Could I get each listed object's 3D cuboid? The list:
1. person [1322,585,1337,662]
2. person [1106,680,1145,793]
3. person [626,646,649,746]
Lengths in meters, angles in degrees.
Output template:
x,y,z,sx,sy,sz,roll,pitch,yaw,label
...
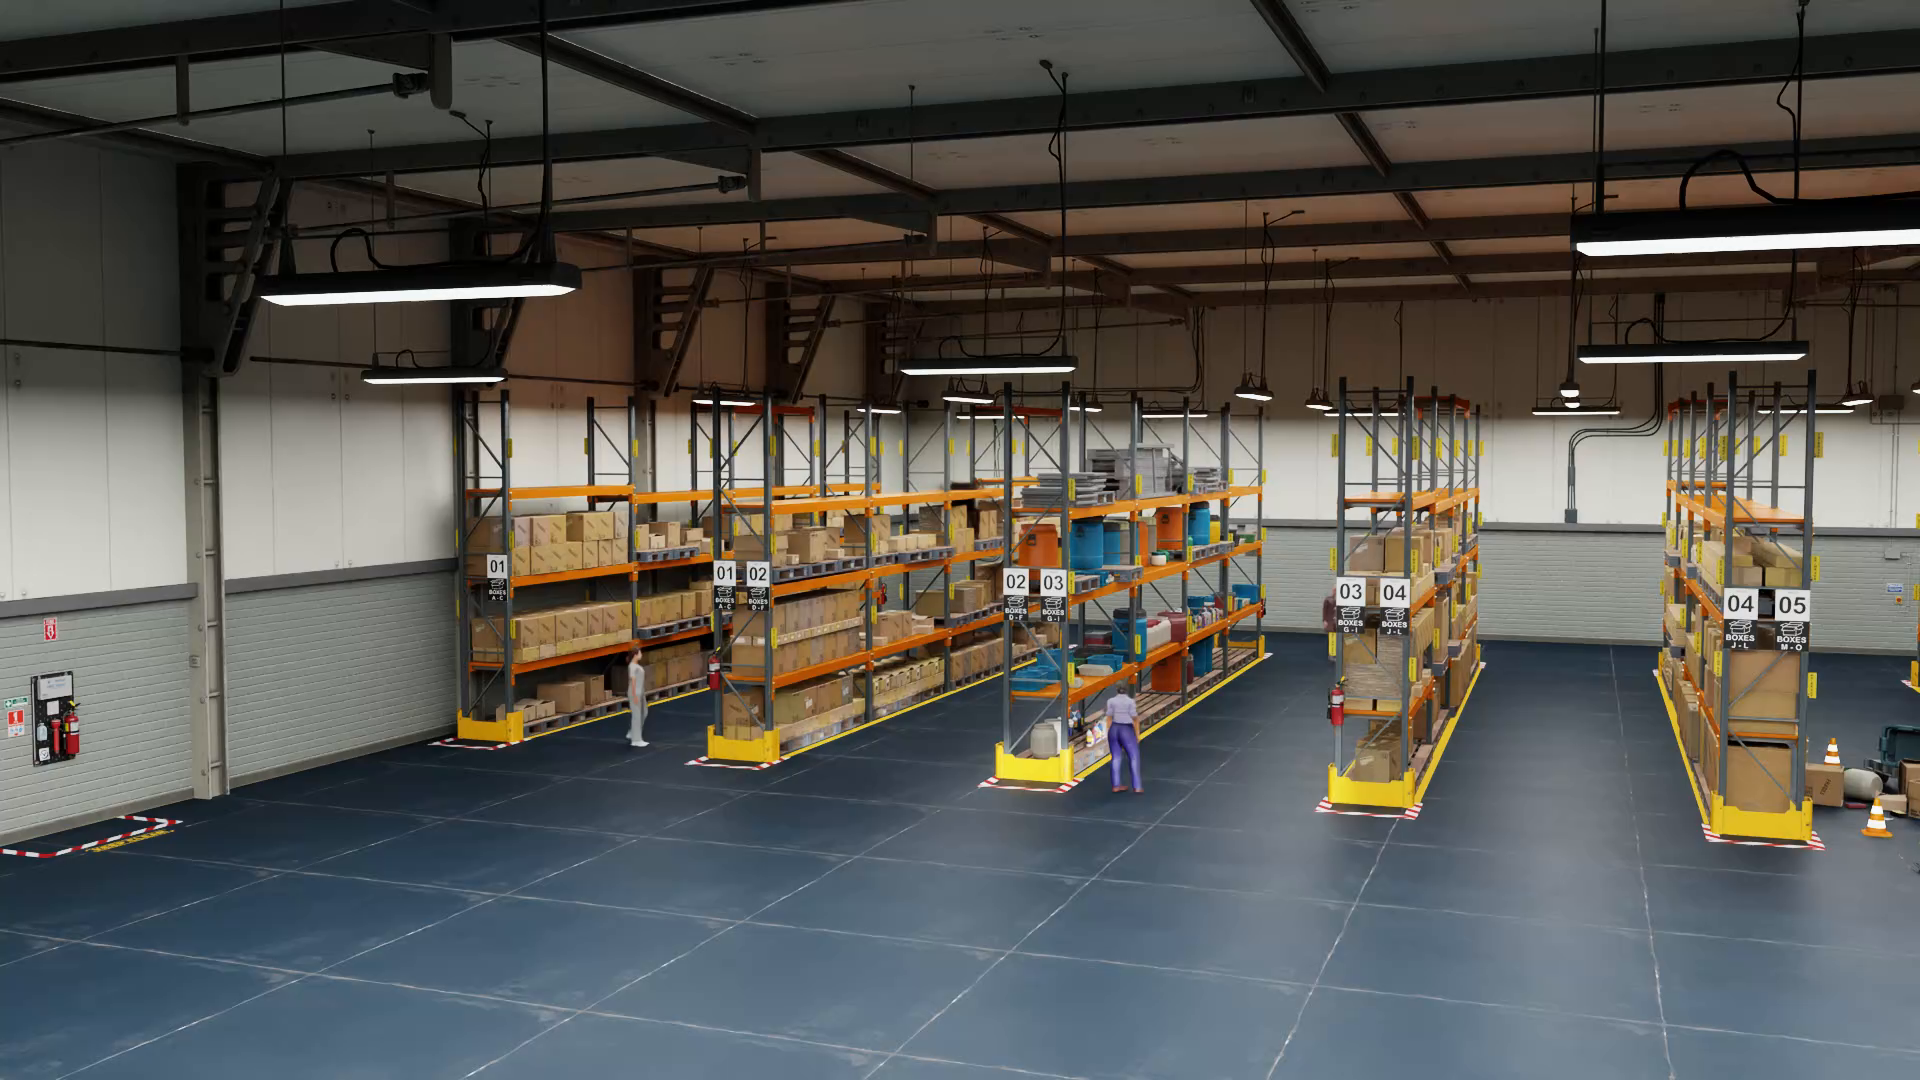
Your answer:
x,y,z,sx,sy,sz,roll,pitch,yaw,label
8.852,1.956,39.192,0.634,1.791,0.512,0,3,-3,person
2.415,2.858,24.166,0.555,1.644,0.390,3,4,39,person
-5.458,2.634,28.061,0.456,1.692,0.523,0,3,2,person
